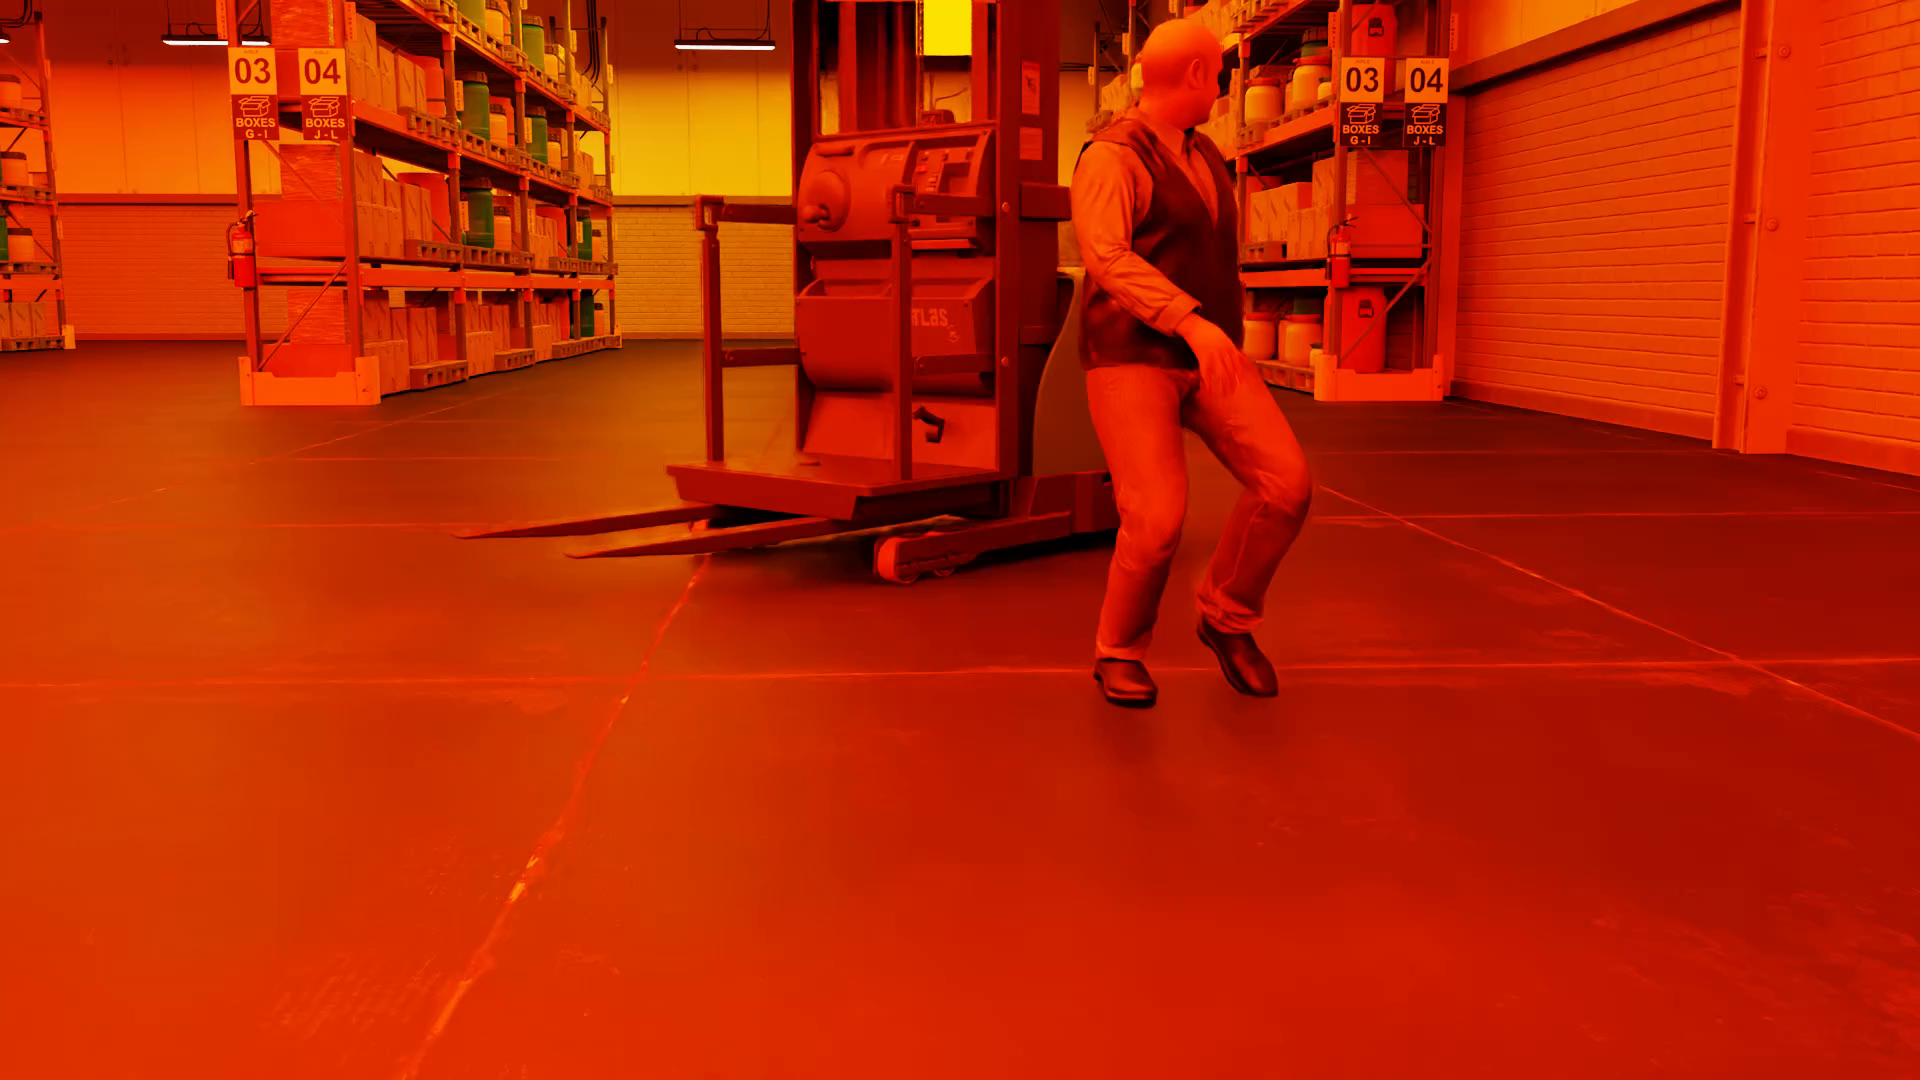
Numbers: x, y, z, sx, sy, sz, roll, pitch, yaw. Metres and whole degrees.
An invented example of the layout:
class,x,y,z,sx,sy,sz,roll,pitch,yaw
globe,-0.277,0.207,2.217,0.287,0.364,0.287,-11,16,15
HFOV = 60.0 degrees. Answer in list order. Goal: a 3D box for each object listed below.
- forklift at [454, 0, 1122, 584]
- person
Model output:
class,x,y,z,sx,sy,sz,roll,pitch,yaw
forklift,-0.396,-1.379,6.119,1.130,2.935,3.031,7,11,41
person,0.533,-0.417,4.104,0.699,1.669,0.707,-5,10,-32
